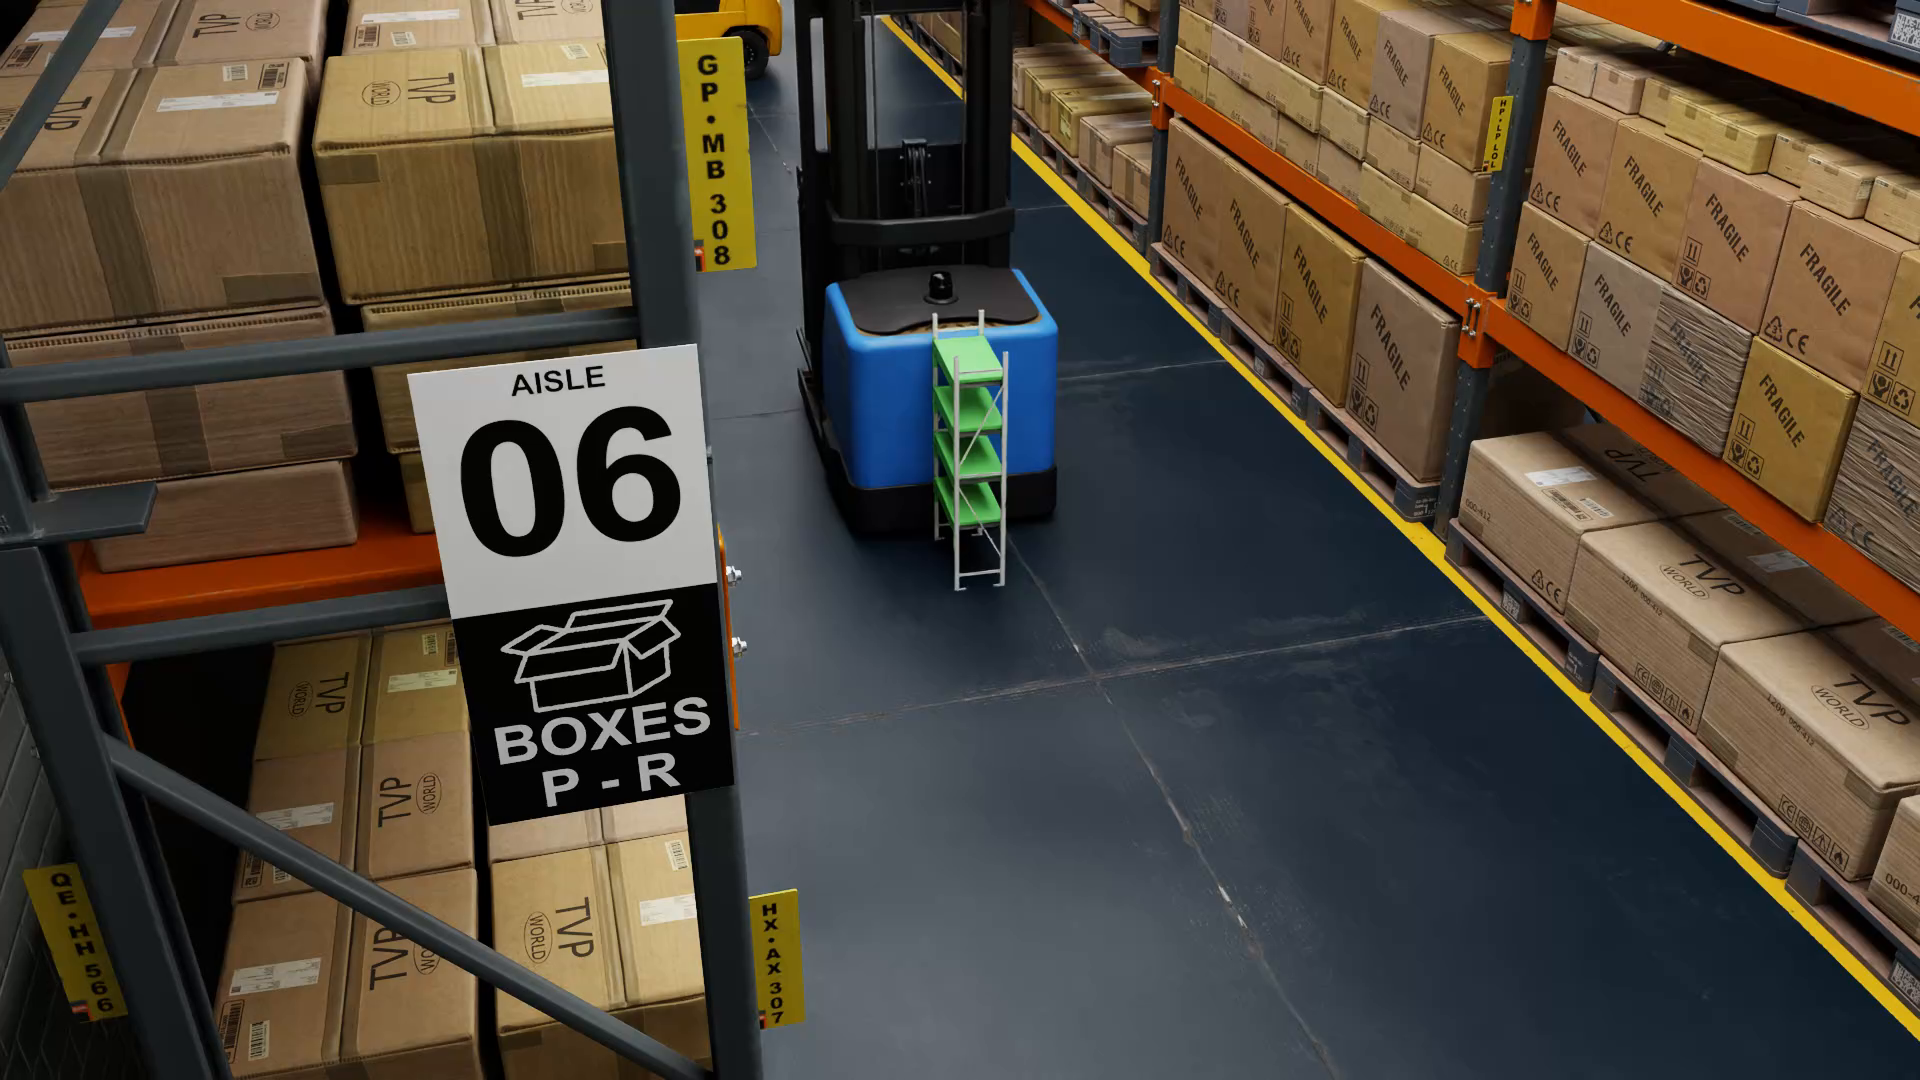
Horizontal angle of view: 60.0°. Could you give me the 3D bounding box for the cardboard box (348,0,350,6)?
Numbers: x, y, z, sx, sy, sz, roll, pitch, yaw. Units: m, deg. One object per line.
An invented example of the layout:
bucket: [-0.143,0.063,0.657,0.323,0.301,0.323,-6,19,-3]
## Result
cardboard box: [-1.003,-1.094,3.505,0.500,0.250,0.500,-8,31,-14]

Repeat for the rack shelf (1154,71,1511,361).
rack shelf: [2.328,-2.027,9.476,1.077,0.370,4.000,-8,31,-13]

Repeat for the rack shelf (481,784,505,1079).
rack shelf: [-1.395,0.566,4.995,1.077,0.370,4.000,-8,31,-13]

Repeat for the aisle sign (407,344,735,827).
aisle sign: [-0.563,0.090,2.505,0.394,0.787,0.004,-8,31,-13]

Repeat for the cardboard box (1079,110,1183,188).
cardboard box: [1.454,-2.979,12.606,0.950,0.372,0.625,-8,31,-14]

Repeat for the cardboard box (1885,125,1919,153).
cardboard box: [3.526,-1.397,5.924,0.380,0.149,0.250,-8,31,-14]

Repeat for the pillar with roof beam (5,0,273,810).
pillar with roof beam: [1.541,-3.424,5.182,9.100,9.000,0.400,-8,31,-13]

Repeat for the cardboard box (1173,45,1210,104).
cardboard box: [1.685,-2.970,10.536,0.500,0.250,0.500,-8,31,-14]

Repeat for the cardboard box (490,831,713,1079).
cardboard box: [-0.724,0.902,3.550,0.500,0.250,0.500,-8,31,-13]

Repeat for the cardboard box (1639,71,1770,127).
cardboard box: [2.885,-1.703,6.452,0.380,0.149,0.250,-8,31,-14]

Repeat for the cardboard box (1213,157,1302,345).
cardboard box: [2.133,-1.791,10.051,0.875,0.875,0.875,-7,31,-13]

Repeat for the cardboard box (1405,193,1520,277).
cardboard box: [2.497,-1.491,7.981,0.500,0.250,0.500,-9,31,-14]

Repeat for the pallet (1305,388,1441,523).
pallet: [2.582,-0.528,8.952,1.003,0.211,1.213,-8,31,-13]

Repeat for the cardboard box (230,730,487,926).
cardboard box: [-1.377,0.721,3.863,0.500,0.250,0.500,-8,31,-13]

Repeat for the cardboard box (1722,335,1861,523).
cardboard box: [3.123,-0.421,5.883,0.500,0.500,0.500,-7,31,-12]

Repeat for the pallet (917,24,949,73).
pallet: [0.196,-4.940,16.573,1.003,0.211,1.213,-8,31,-13]

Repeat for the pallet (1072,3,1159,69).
pallet: [1.506,-3.552,11.583,1.213,0.211,1.003,-8,31,-13]

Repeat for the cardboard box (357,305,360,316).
cardboard box: [-1.392,-0.565,3.091,0.500,0.250,0.500,-8,31,-13]

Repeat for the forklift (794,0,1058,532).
forklift: [-0.326,-2.031,8.833,1.130,2.935,3.031,-6,31,-10]

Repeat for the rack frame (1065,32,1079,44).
rack frame: [0.736,-5.236,14.303,1.000,3.000,0.127,-8,31,-13]

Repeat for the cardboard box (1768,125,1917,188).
cardboard box: [3.080,-1.332,5.812,0.380,0.149,0.250,-8,31,-13]

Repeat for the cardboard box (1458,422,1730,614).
cardboard box: [2.922,-0.128,7.615,0.875,0.438,0.875,-8,31,-14]

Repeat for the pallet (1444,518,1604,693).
pallet: [2.986,0.212,7.673,1.003,0.211,1.213,-8,31,-13]

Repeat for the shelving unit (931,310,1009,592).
shelving unit: [0.042,-0.412,7.764,0.258,1.200,0.503,-6,31,-10]

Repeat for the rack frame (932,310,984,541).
rack frame: [-0.008,-0.532,7.971,0.240,1.200,0.015,-6,31,-10]

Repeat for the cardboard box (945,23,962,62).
cardboard box: [0.169,-4.734,15.760,0.500,0.250,0.500,-9,31,-15]

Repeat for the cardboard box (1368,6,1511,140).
cardboard box: [2.354,-2.280,8.097,0.500,0.500,0.500,-7,31,-12]

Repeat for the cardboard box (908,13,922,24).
cardboard box: [-0.250,-5.486,17.060,0.500,0.250,0.500,-7,31,-11]

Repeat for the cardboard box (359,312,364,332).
cardboard box: [-1.369,-0.471,3.326,0.380,0.149,0.250,-9,31,-15]

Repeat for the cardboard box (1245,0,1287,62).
cardboard box: [1.956,-3.020,9.375,0.500,0.500,0.500,-7,31,-12]

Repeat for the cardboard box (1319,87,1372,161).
cardboard box: [2.225,-2.194,8.698,0.500,0.250,0.500,-7,31,-12]

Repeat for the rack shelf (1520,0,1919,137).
rack shelf: [3.390,-1.394,5.387,1.077,0.370,4.000,-8,31,-13]

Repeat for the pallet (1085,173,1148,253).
pallet: [1.591,-2.475,12.316,1.003,0.211,1.213,-8,31,-13]

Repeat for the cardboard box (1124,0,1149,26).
cardboard box: [1.343,-3.624,11.349,0.380,0.149,0.250,-7,31,-13]

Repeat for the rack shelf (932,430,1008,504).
rack shelf: [0.042,-0.357,7.796,0.258,0.148,0.480,-6,31,-10]

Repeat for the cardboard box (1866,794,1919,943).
cardboard box: [3.649,1.181,5.354,0.875,0.438,0.875,-9,31,-15]

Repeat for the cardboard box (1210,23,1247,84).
cardboard box: [1.830,-2.929,9.966,0.500,0.250,0.500,-7,31,-12]

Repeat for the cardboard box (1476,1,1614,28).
cardboard box: [2.858,-2.341,8.203,0.500,0.500,0.500,-8,31,-14]

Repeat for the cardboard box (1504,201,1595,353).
cardboard box: [2.731,-1.154,7.150,0.500,0.500,0.500,-7,31,-12]

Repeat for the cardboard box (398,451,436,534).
cardboard box: [-0.724,-0.153,2.777,0.380,0.149,0.250,-7,31,-12]

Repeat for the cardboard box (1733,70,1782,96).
cardboard box: [3.270,-1.759,6.550,0.380,0.149,0.250,-8,31,-13]

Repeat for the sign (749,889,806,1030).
sign: [-0.341,0.774,3.054,0.100,0.325,0.005,-8,31,-13]

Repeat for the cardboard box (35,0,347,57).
cardboard box: [-1.535,-1.034,3.401,0.500,0.250,0.500,-8,31,-13]

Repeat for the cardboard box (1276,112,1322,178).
cardboard box: [2.106,-2.232,9.262,0.500,0.250,0.500,-8,31,-13]

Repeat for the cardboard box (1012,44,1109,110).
cardboard box: [0.877,-4.028,14.419,0.950,0.372,0.625,-7,31,-13]

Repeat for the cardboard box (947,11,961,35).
cardboard box: [0.183,-5.048,15.554,0.500,0.500,0.500,-7,31,-12]

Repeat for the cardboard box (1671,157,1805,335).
cardboard box: [3.005,-1.093,6.046,0.500,0.500,0.500,-7,31,-12]
